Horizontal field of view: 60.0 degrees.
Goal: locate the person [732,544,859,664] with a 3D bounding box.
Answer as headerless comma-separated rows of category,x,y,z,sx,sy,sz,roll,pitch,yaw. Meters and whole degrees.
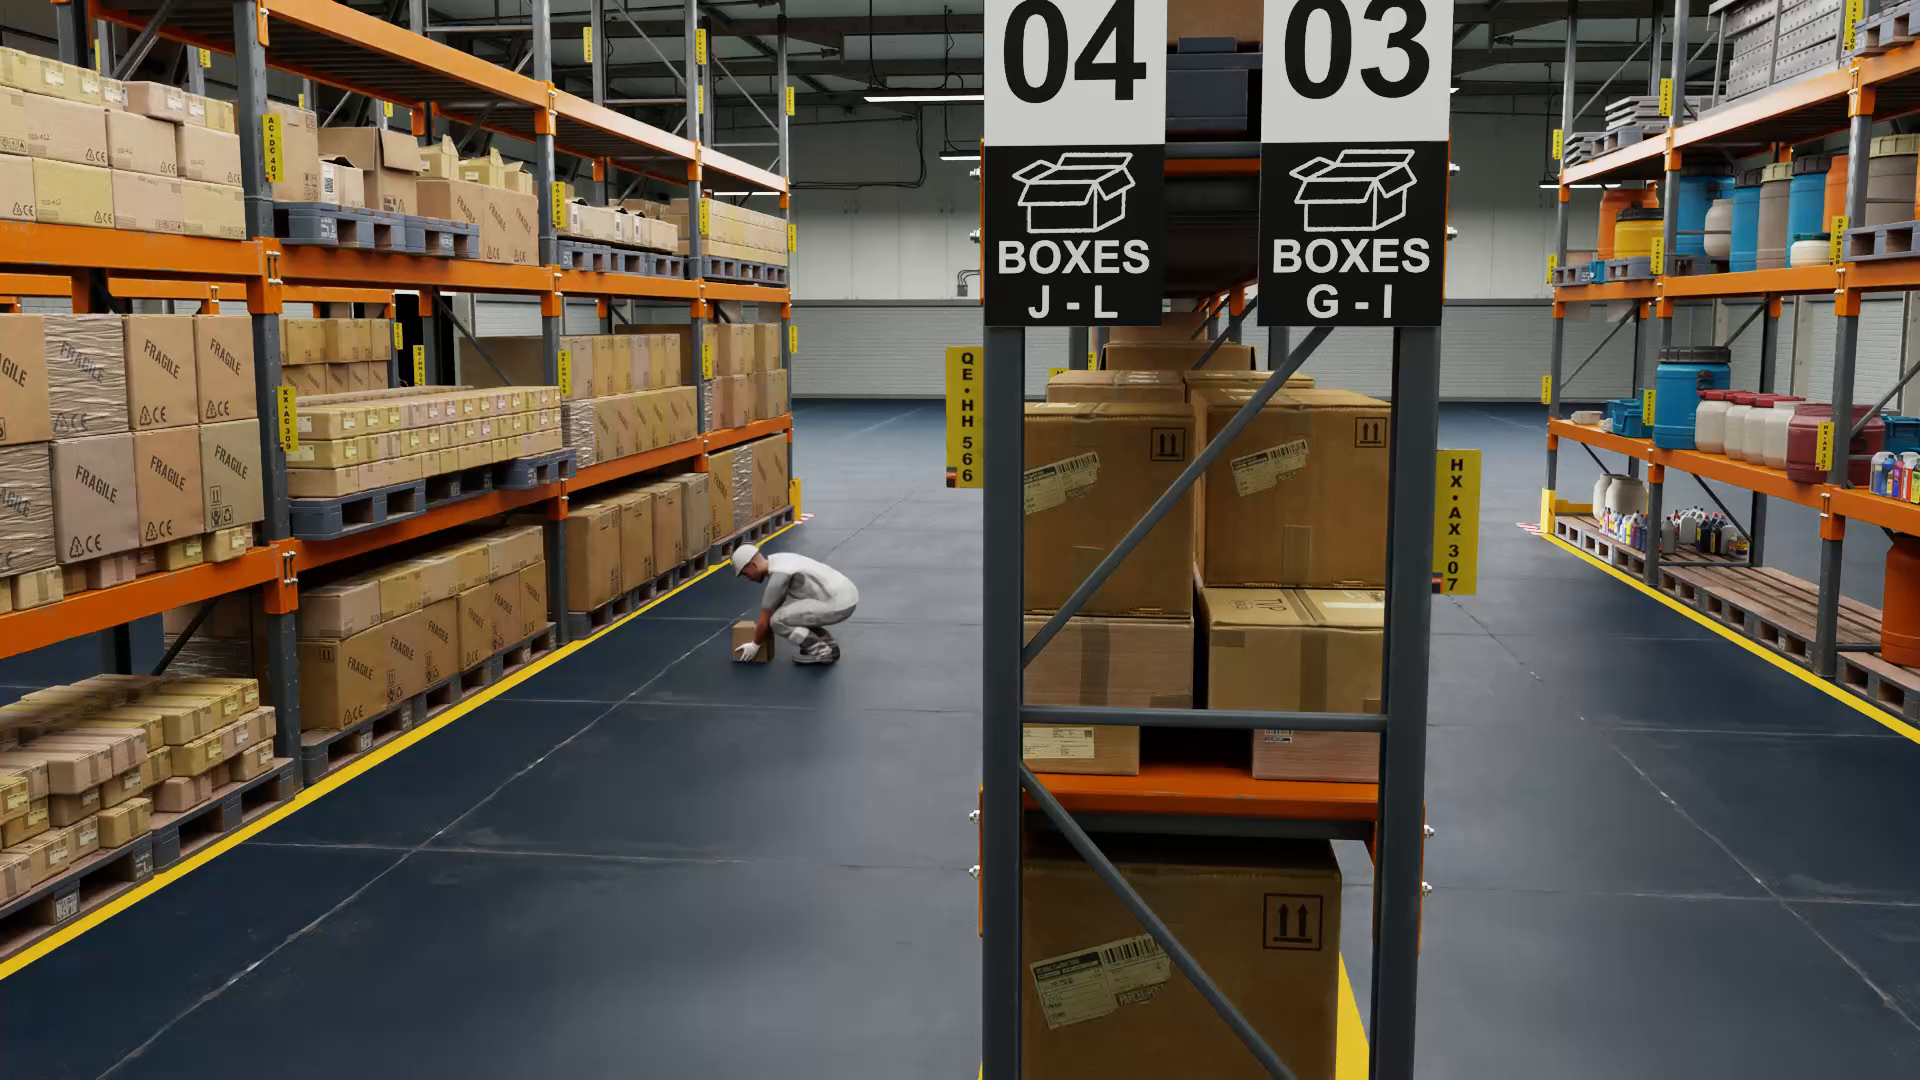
person,-1.177,0.466,11.927,0.895,0.880,0.555,1,8,6
